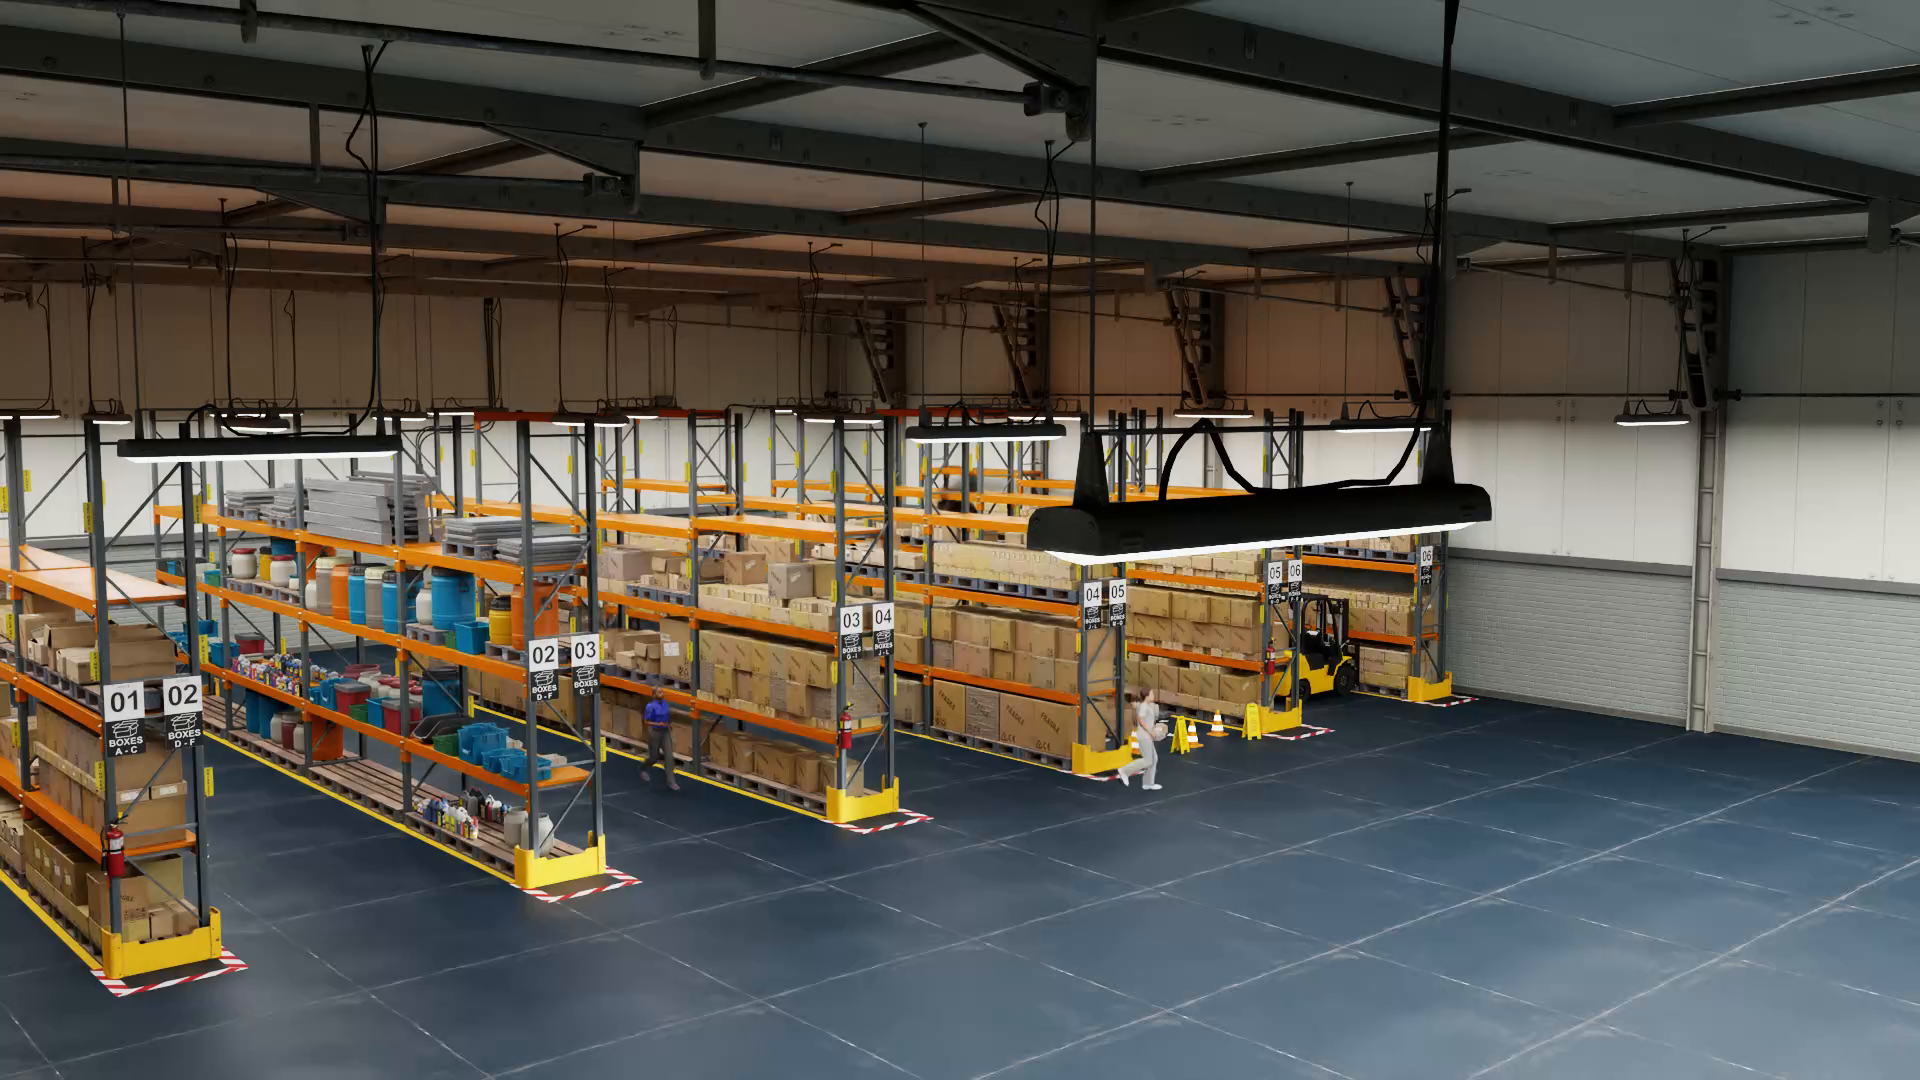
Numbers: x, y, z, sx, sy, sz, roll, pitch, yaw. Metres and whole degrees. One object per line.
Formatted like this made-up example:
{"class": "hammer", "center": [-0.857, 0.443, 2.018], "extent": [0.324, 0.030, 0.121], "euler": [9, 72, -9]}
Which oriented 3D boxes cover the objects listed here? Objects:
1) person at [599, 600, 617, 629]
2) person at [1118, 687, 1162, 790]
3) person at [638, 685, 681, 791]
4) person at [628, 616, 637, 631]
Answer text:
{"class": "person", "center": [-8.672, 1.906, 41.272], "extent": [0.659, 1.677, 0.808], "euler": [5, 7, 43]}
{"class": "person", "center": [2.874, 3.174, 26.698], "extent": [0.707, 1.642, 0.600], "euler": [0, 5, -4]}
{"class": "person", "center": [-4.832, 3.158, 26.666], "extent": [0.923, 1.641, 0.579], "euler": [4, 7, 41]}
{"class": "person", "center": [-8.272, 1.856, 41.656], "extent": [0.534, 1.636, 0.725], "euler": [1, 5, 9]}
